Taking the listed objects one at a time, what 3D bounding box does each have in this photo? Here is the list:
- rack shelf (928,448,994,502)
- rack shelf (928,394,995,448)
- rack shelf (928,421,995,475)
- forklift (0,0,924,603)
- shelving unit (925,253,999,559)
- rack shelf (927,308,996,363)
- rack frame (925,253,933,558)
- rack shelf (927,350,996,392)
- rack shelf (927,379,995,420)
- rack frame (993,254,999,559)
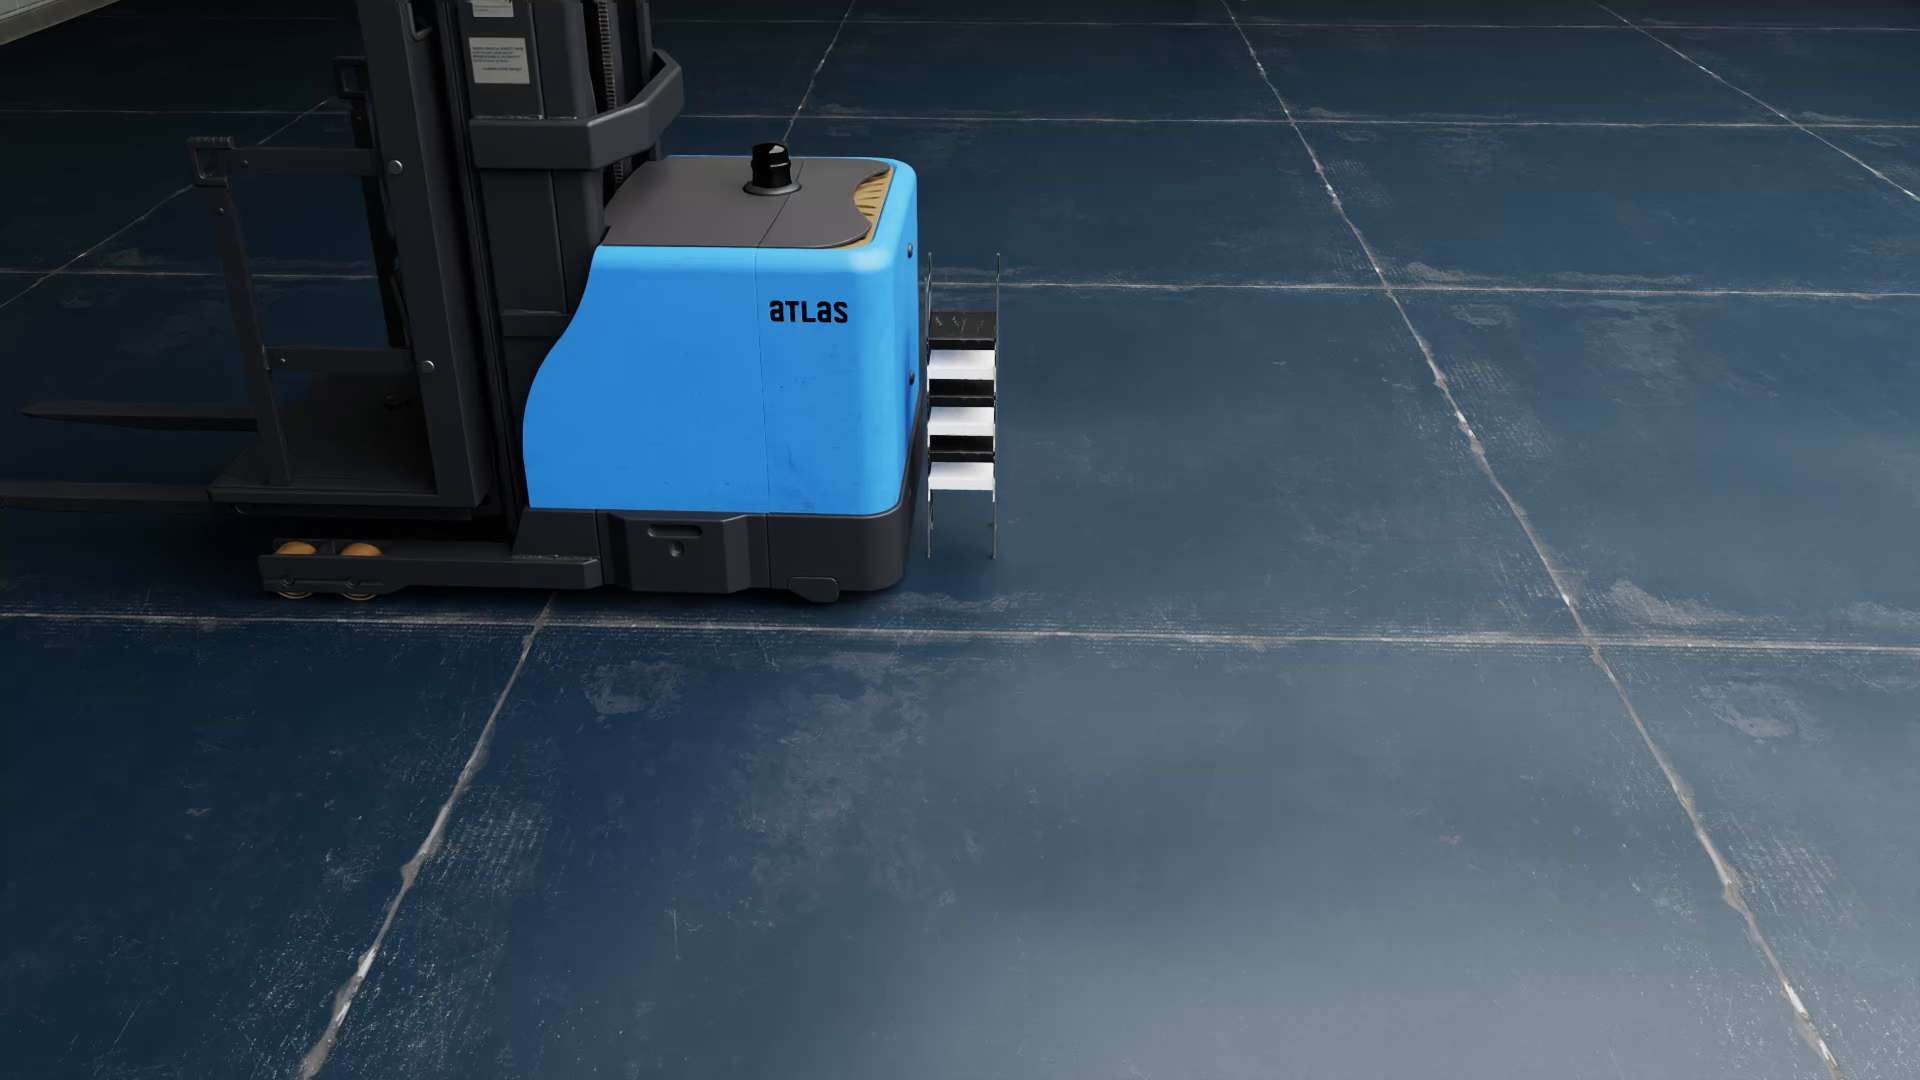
[{"bbox_3d":[0.008,-0.209,5.139,0.200,0.077,0.258,1,28,2],"label":"rack shelf"},{"bbox_3d":[0.008,-0.368,5.055,0.200,0.077,0.258,1,28,2],"label":"rack shelf"},{"bbox_3d":[0.008,-0.288,5.097,0.200,0.077,0.258,1,28,2],"label":"rack shelf"},{"bbox_3d":[-1.658,-1.362,4.689,3.031,2.935,1.130,1,28,3],"label":"forklift"},{"bbox_3d":[0.008,-0.397,5.039,0.210,0.900,0.258,1,28,2],"label":"shelving unit"},{"bbox_3d":[0.008,-0.607,4.928,0.200,0.077,0.258,1,28,2],"label":"rack shelf"},{"bbox_3d":[-0.093,-0.399,5.042,0.006,0.900,0.240,1,28,2],"label":"rack frame"},{"bbox_3d":[0.008,-0.527,4.970,0.200,0.077,0.258,1,28,2],"label":"rack shelf"},{"bbox_3d":[0.008,-0.448,5.012,0.200,0.077,0.258,1,28,2],"label":"rack shelf"},{"bbox_3d":[0.110,-0.396,5.036,0.006,0.900,0.240,1,28,2],"label":"rack frame"}]
